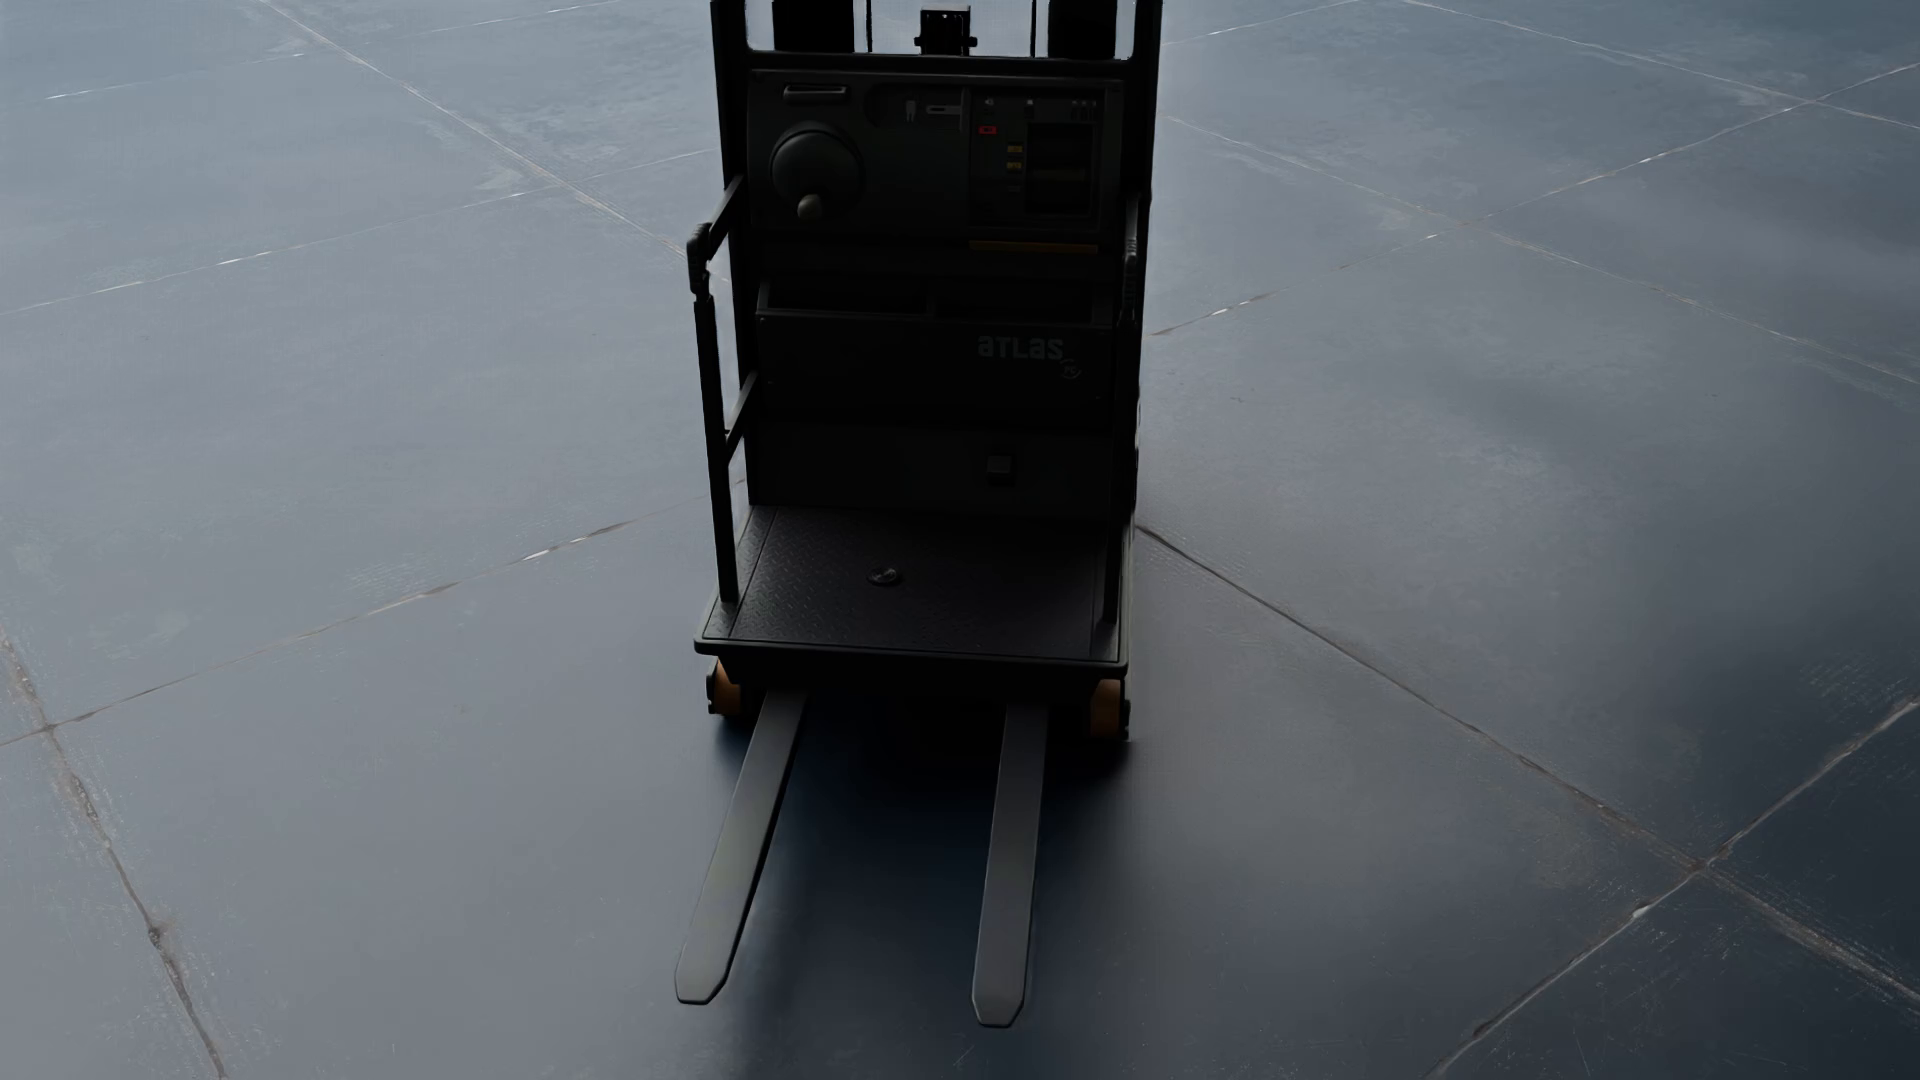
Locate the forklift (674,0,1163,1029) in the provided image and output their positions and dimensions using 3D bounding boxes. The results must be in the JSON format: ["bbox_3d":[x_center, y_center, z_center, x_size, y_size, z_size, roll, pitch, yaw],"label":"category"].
[{"bbox_3d":[-0.084,-0.907,3.932,1.130,2.935,3.031,3,32,5],"label":"forklift"}]
